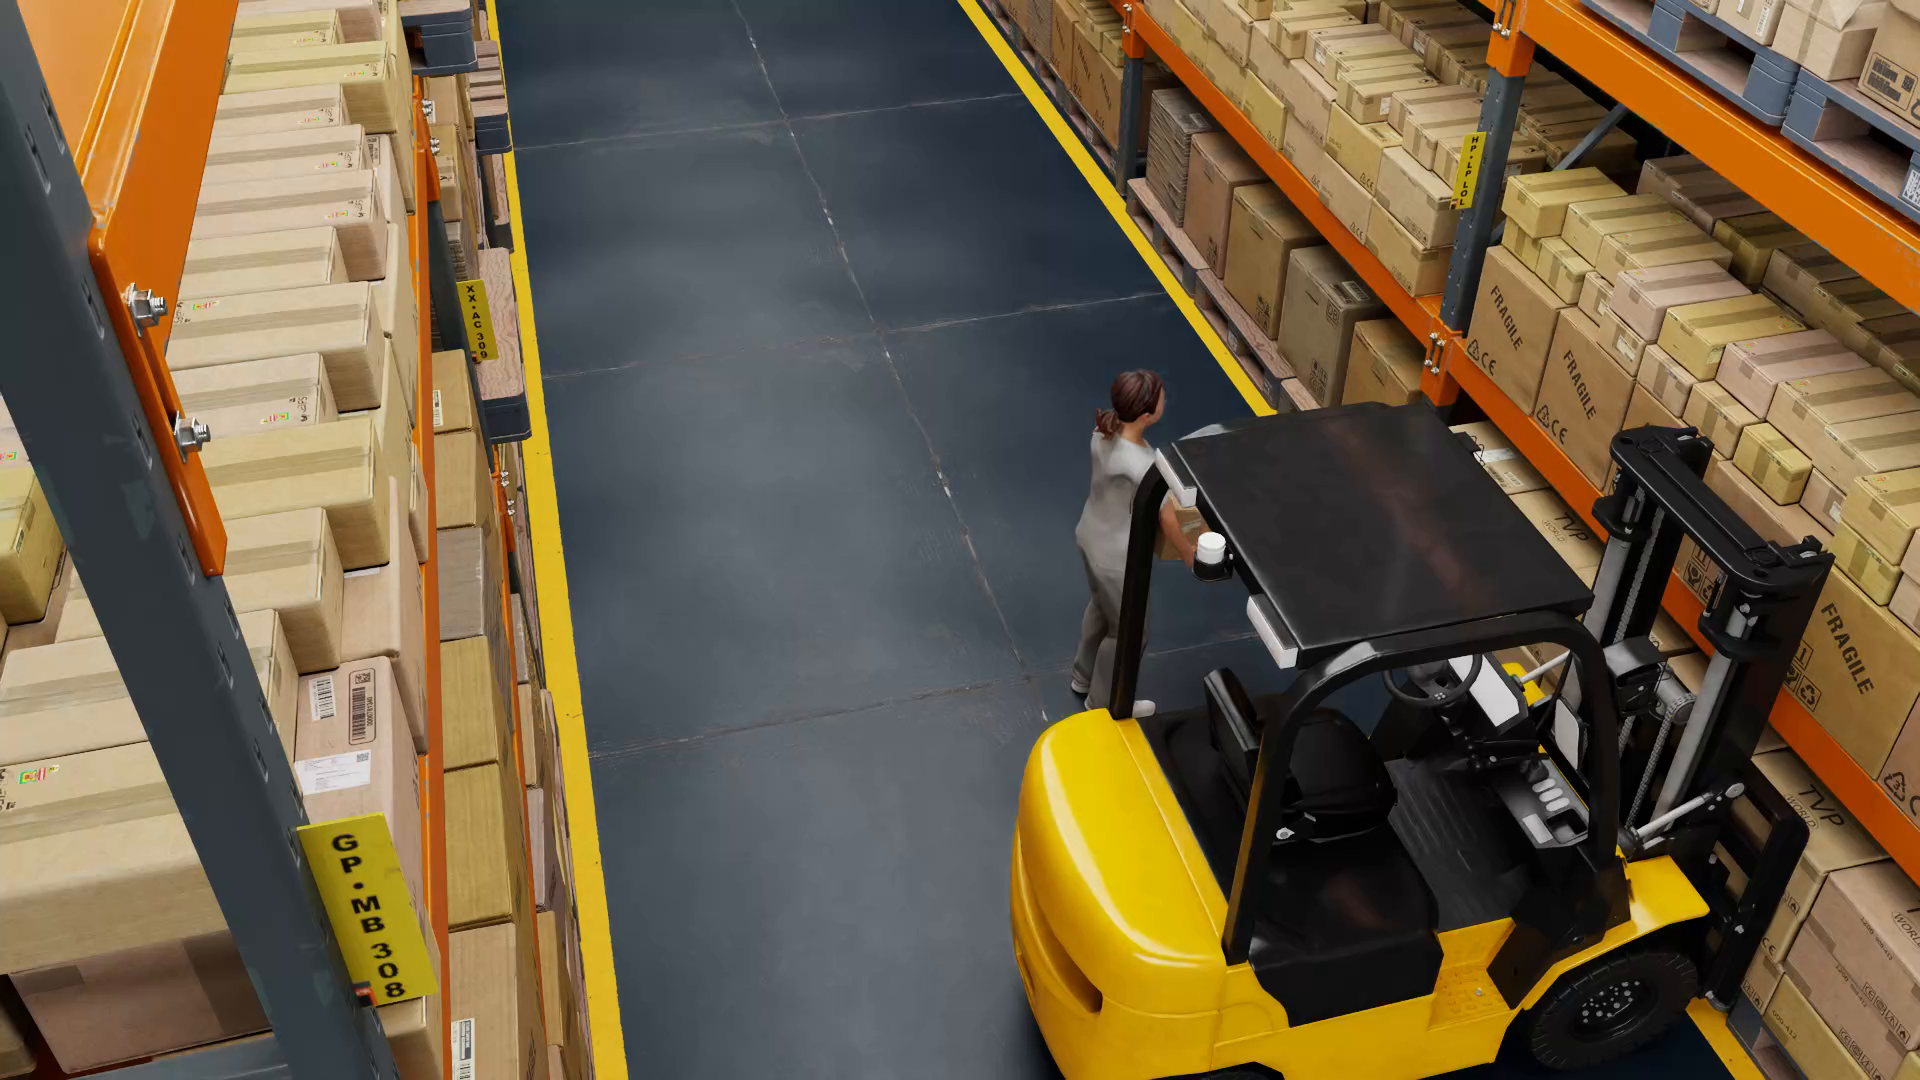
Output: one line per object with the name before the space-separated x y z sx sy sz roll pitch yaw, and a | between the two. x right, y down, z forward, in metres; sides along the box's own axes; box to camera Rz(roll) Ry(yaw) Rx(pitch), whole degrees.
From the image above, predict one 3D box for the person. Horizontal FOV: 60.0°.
person | 0.724 0.022 6.698 0.508 1.667 0.410 -10 39 -13
